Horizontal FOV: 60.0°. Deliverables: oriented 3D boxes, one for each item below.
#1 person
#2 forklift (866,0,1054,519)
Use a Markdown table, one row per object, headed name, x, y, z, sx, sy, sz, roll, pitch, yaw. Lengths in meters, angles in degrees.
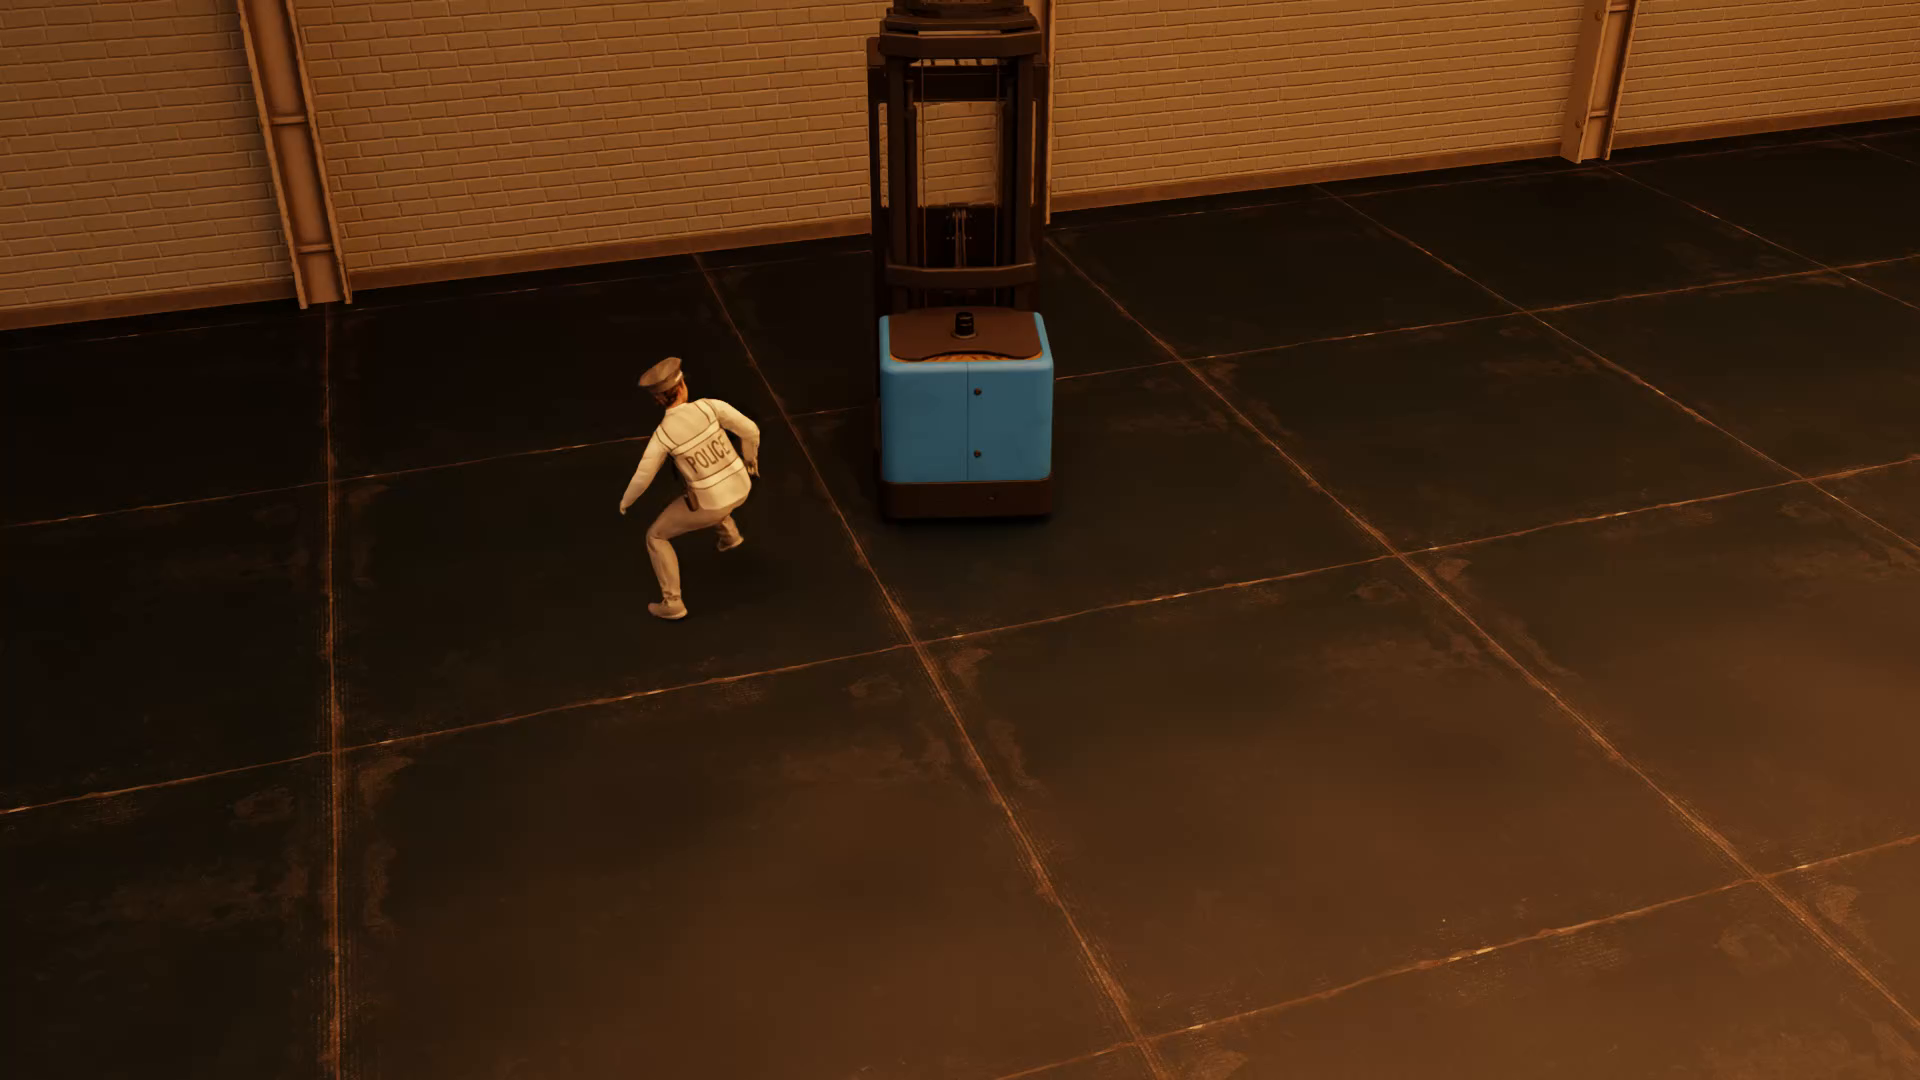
| name | x | y | z | sx | sy | sz | roll | pitch | yaw |
| --- | --- | --- | --- | --- | --- | --- | --- | --- | --- |
| person | -1.476 | -0.321 | 9.194 | 0.744 | 1.456 | 0.624 | -26 | 39 | -38 |
| forklift | -0.031 | -2.101 | 10.739 | 1.130 | 2.935 | 3.031 | -1 | 30 | -3 |
